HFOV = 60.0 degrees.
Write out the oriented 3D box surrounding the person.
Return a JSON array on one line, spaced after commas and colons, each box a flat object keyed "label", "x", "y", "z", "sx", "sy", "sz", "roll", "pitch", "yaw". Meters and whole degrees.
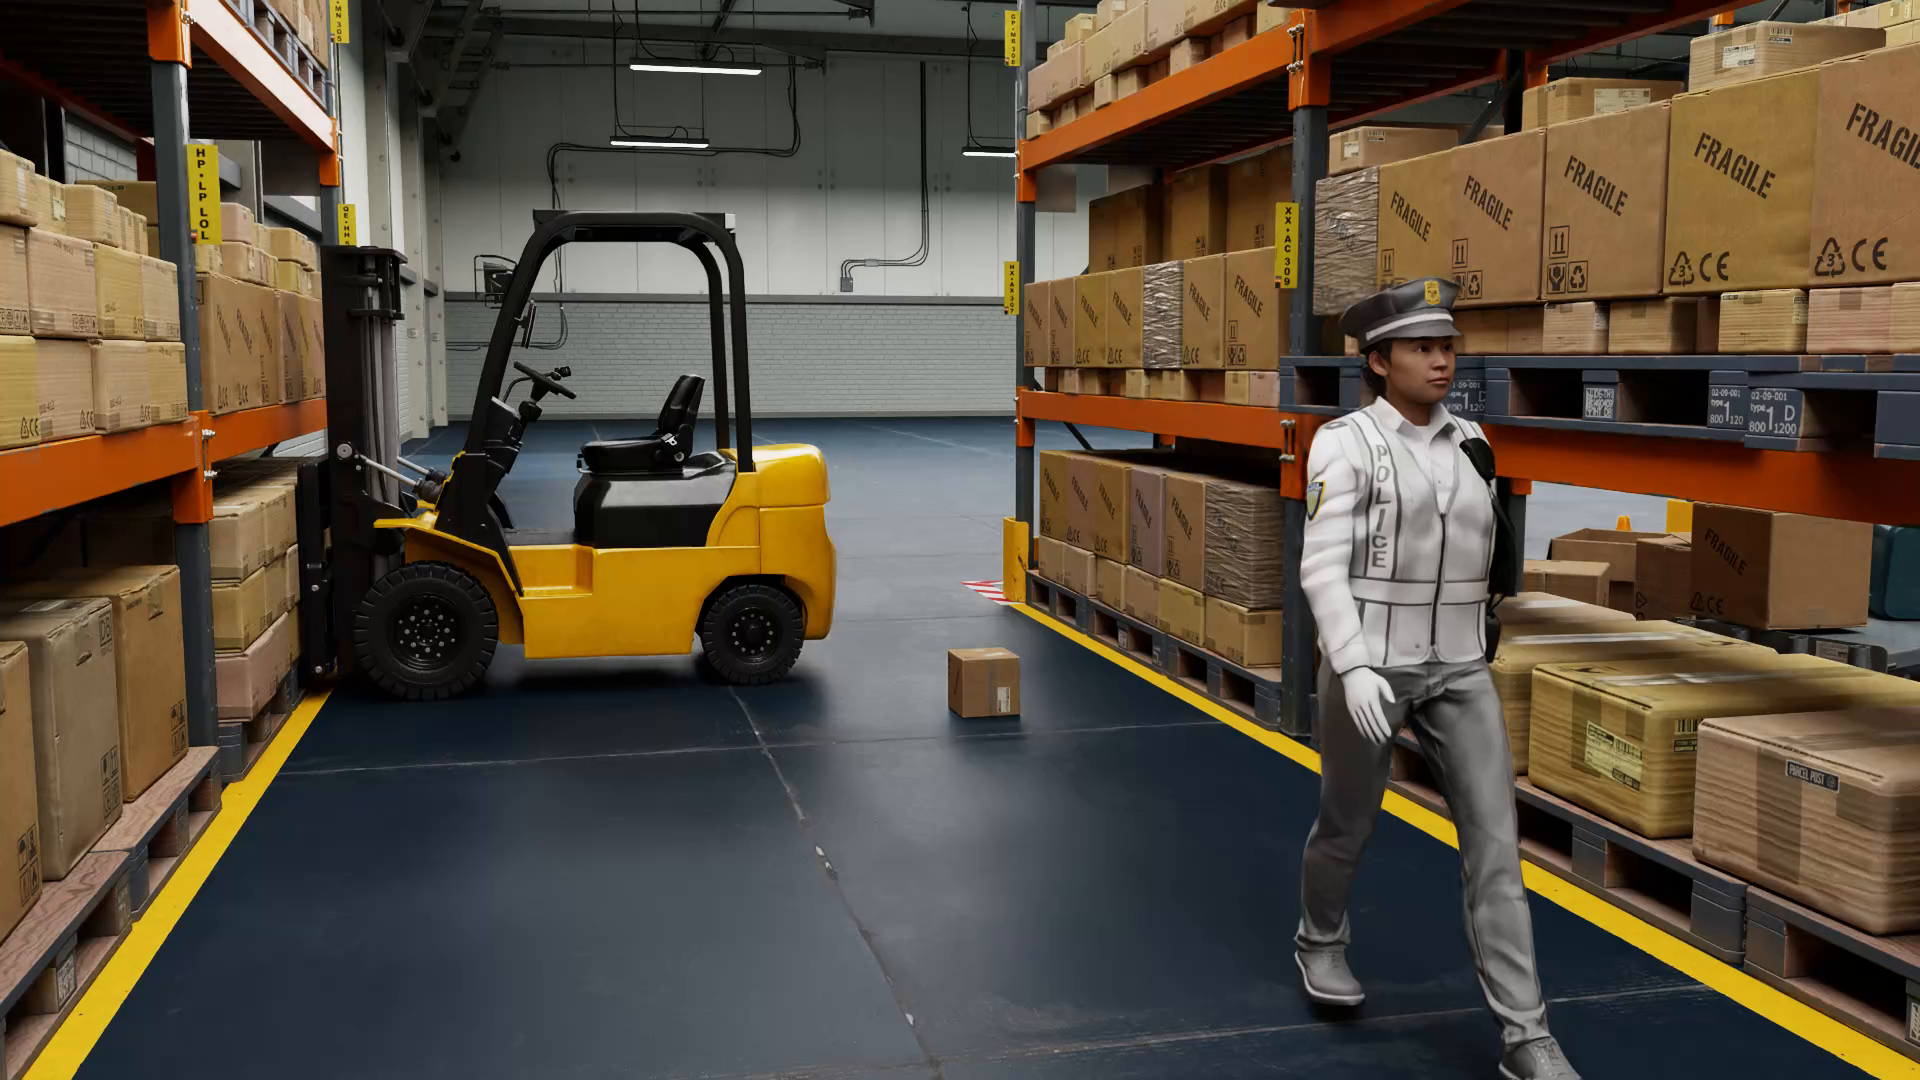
[{"label": "person", "x": 0.964, "y": 0.272, "z": 3.470, "sx": 0.499, "sy": 1.636, "sz": 0.954, "roll": -1, "pitch": 6, "yaw": -12}]
